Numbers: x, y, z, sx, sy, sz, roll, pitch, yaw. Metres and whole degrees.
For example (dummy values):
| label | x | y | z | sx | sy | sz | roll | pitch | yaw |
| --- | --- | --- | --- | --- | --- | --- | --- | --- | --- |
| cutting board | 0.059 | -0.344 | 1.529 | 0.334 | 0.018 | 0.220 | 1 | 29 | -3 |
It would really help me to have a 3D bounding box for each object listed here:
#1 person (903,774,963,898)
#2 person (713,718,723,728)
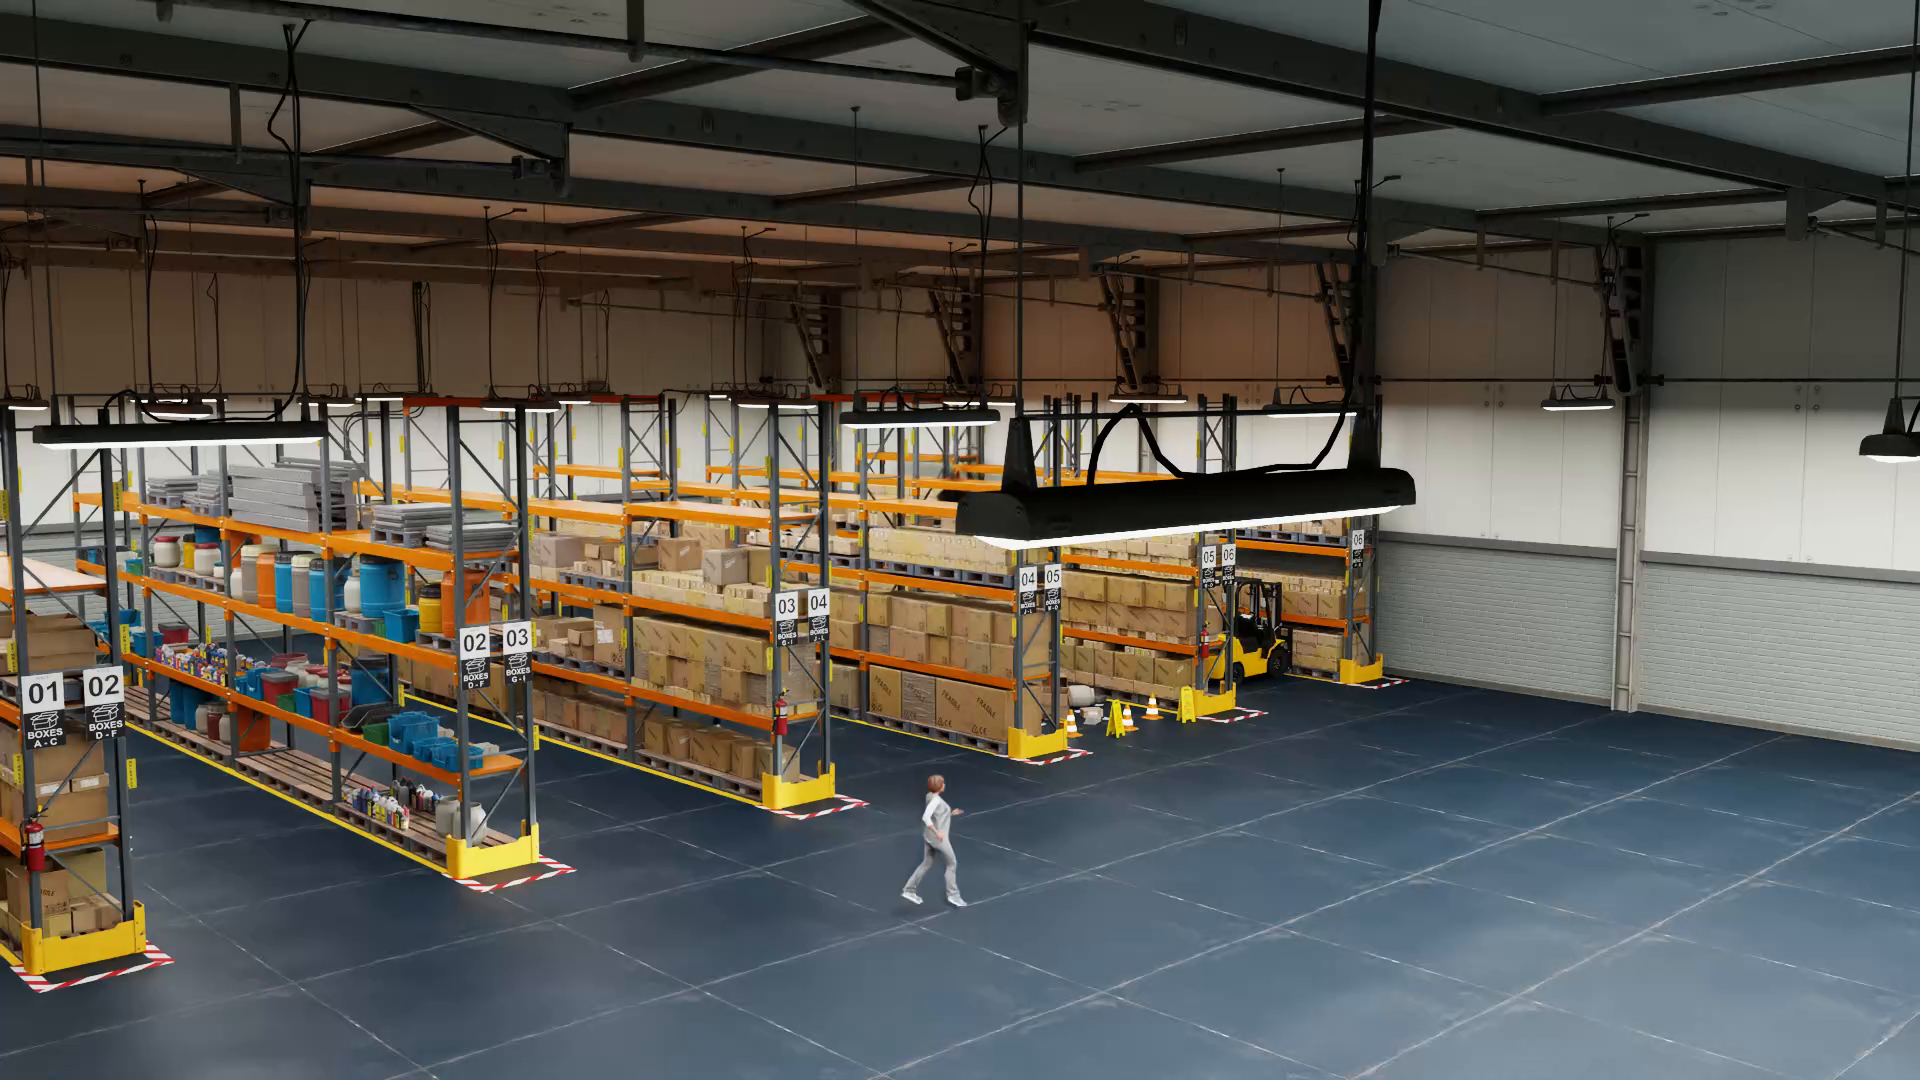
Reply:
| label | x | y | z | sx | sy | sz | roll | pitch | yaw |
| --- | --- | --- | --- | --- | --- | --- | --- | --- | --- |
| person | -0.298 | 3.540 | 19.808 | 0.751 | 1.496 | 0.432 | -2 | 6 | -22 |
| person | -4.261 | 2.664 | 30.032 | 0.538 | 1.558 | 0.602 | -5 | 8 | -45 |
